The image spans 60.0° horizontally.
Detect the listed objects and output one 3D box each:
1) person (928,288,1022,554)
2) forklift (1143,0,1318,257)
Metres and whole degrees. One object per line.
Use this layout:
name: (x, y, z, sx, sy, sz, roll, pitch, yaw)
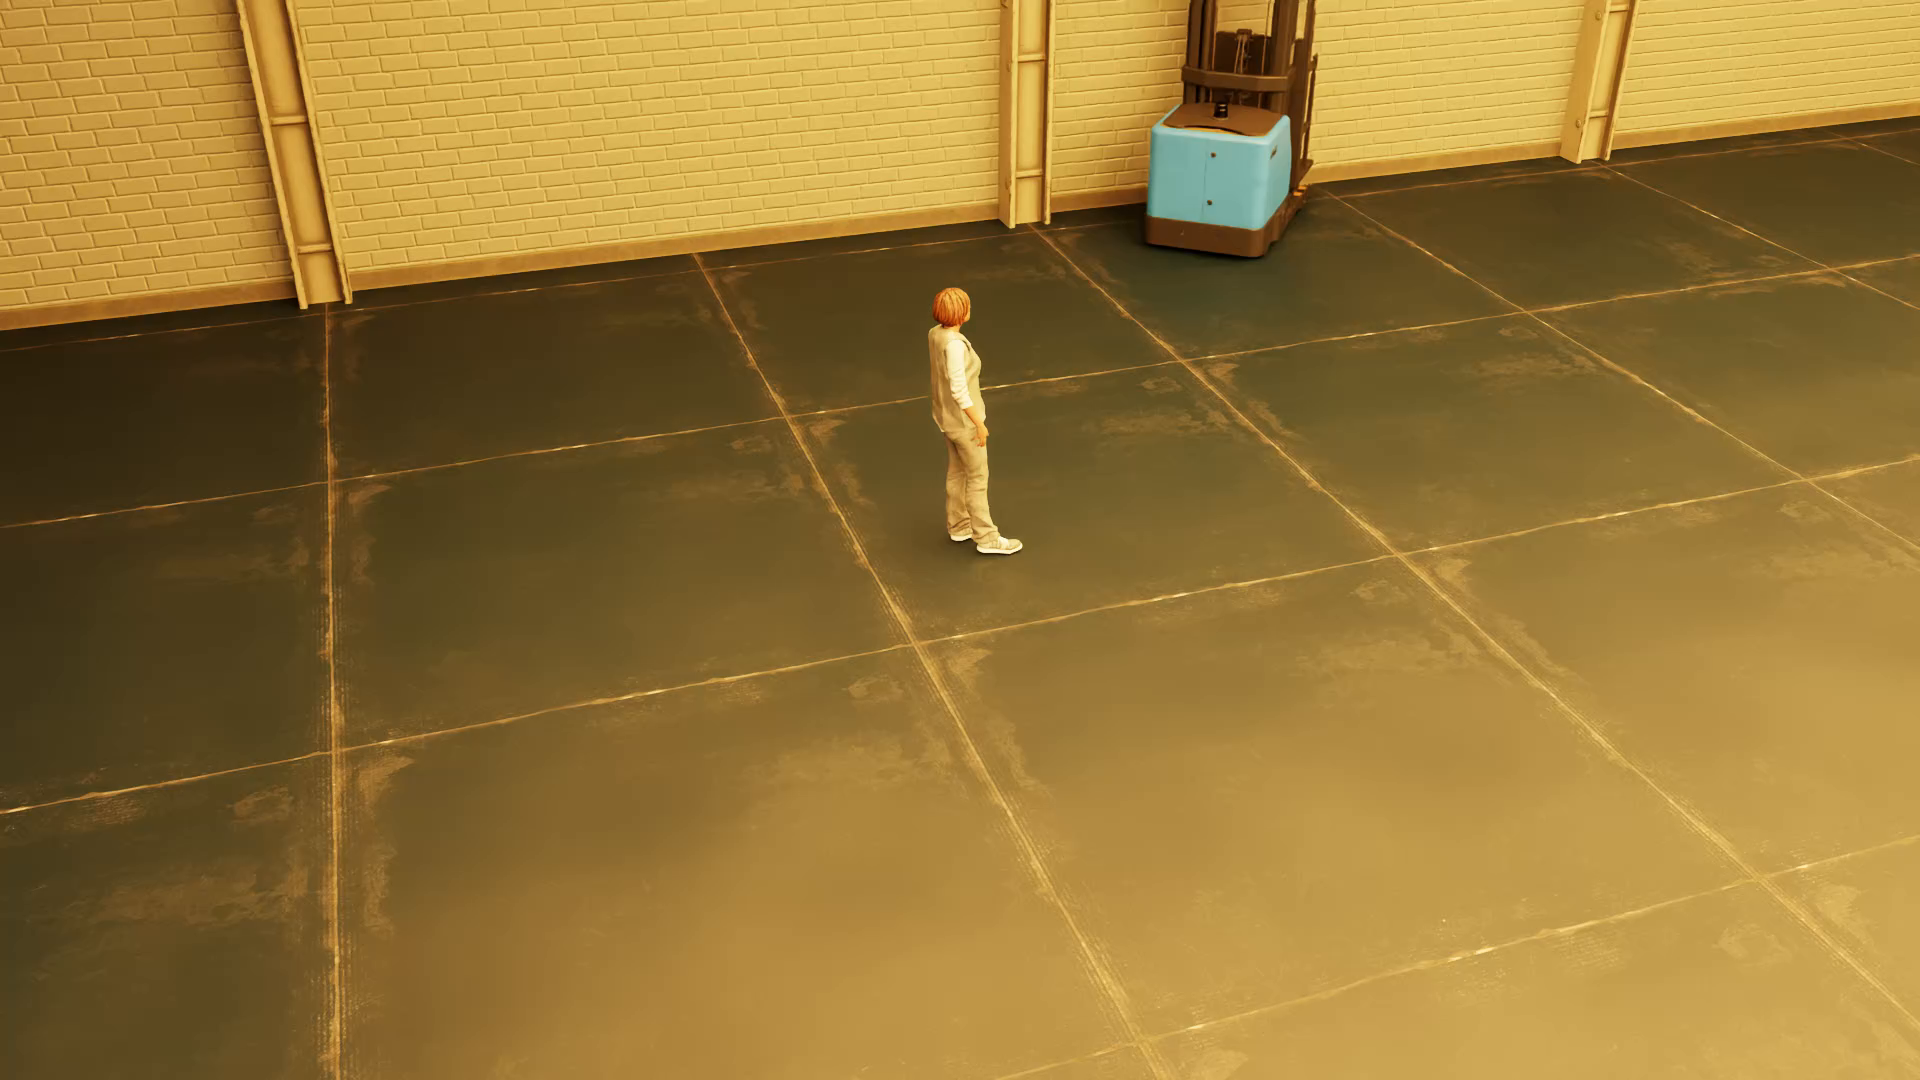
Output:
person: (0.074, -0.703, 9.632, 0.475, 1.597, 0.520, -10, 31, -16)
forklift: (2.608, -4.376, 14.692, 1.130, 2.935, 3.031, 11, 32, 19)
